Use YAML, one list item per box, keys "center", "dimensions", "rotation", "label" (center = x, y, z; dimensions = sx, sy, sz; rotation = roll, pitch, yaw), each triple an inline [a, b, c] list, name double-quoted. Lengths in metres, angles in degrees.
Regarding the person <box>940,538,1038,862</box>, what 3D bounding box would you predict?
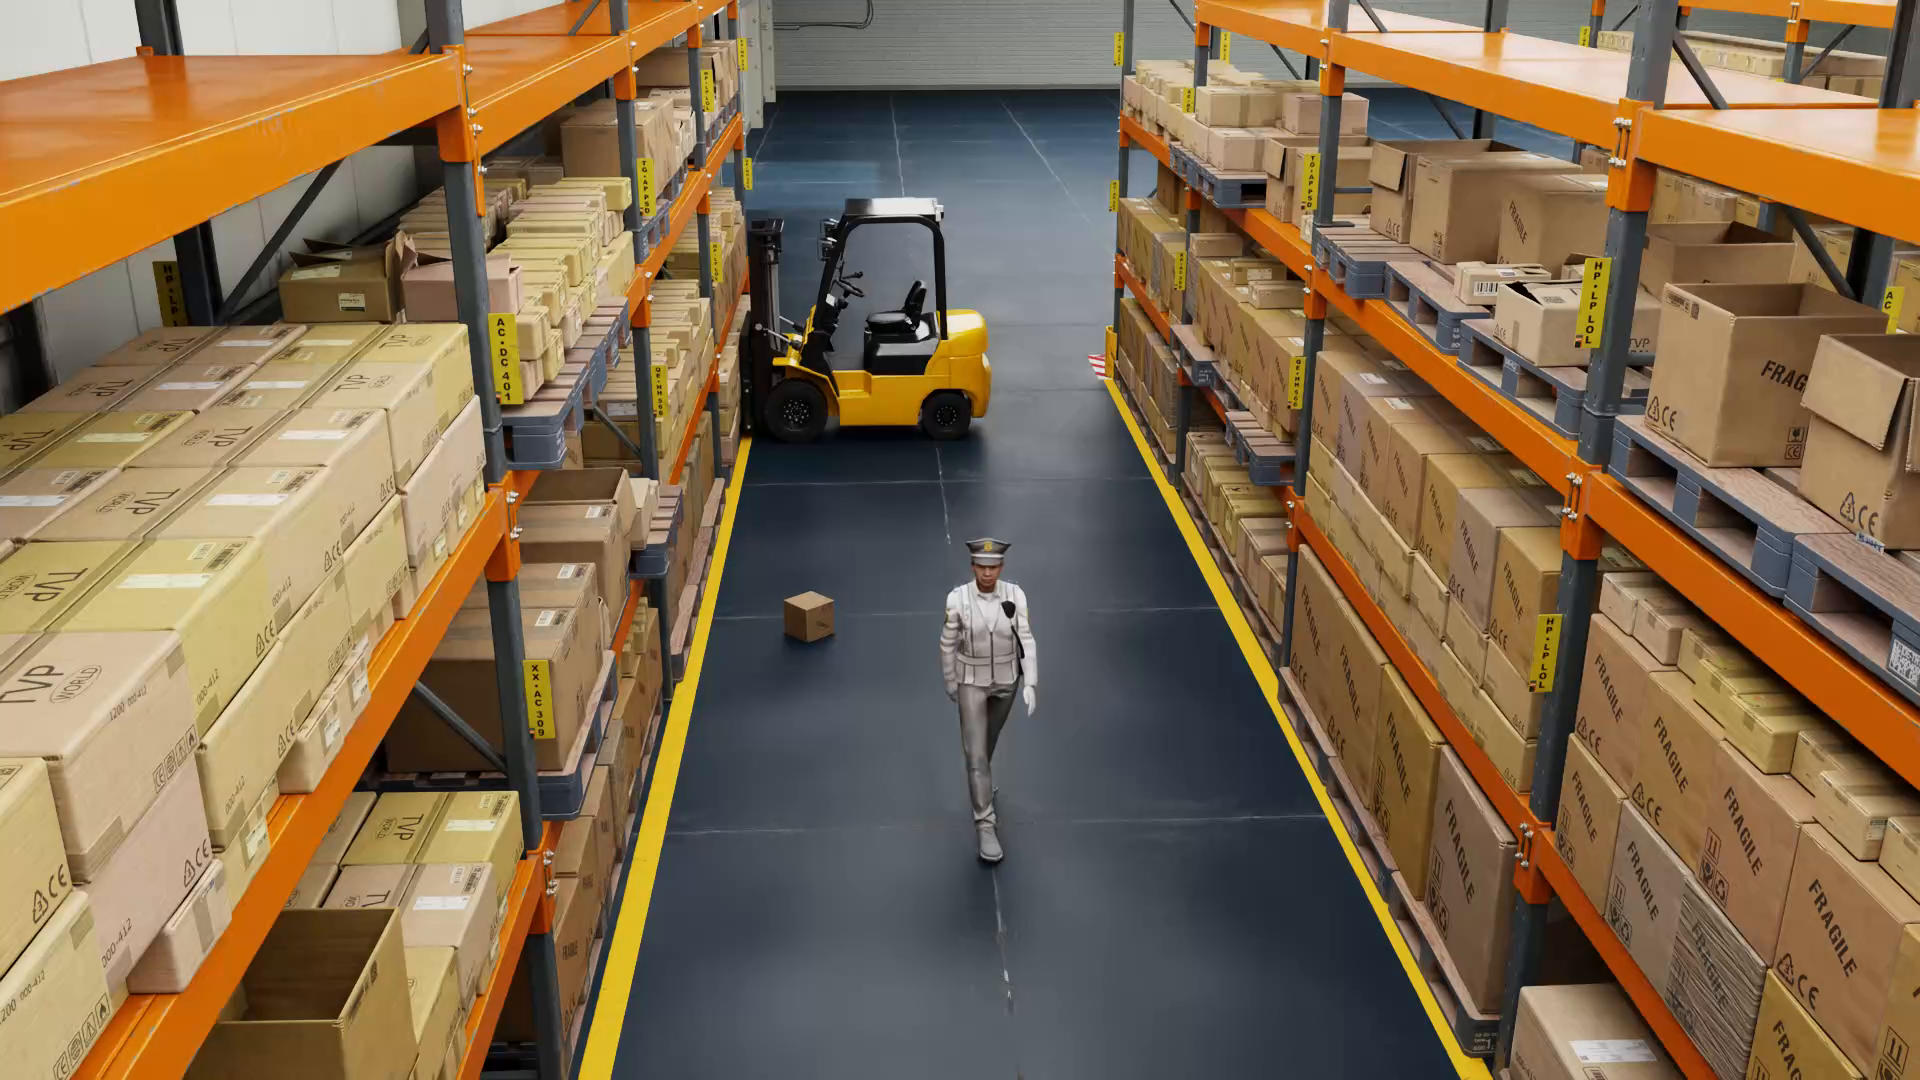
- center: [0.176, 0.773, 8.929]
  dimensions: [0.494, 1.631, 0.980]
  rotation: [-4, 21, -12]
  label: "person"
